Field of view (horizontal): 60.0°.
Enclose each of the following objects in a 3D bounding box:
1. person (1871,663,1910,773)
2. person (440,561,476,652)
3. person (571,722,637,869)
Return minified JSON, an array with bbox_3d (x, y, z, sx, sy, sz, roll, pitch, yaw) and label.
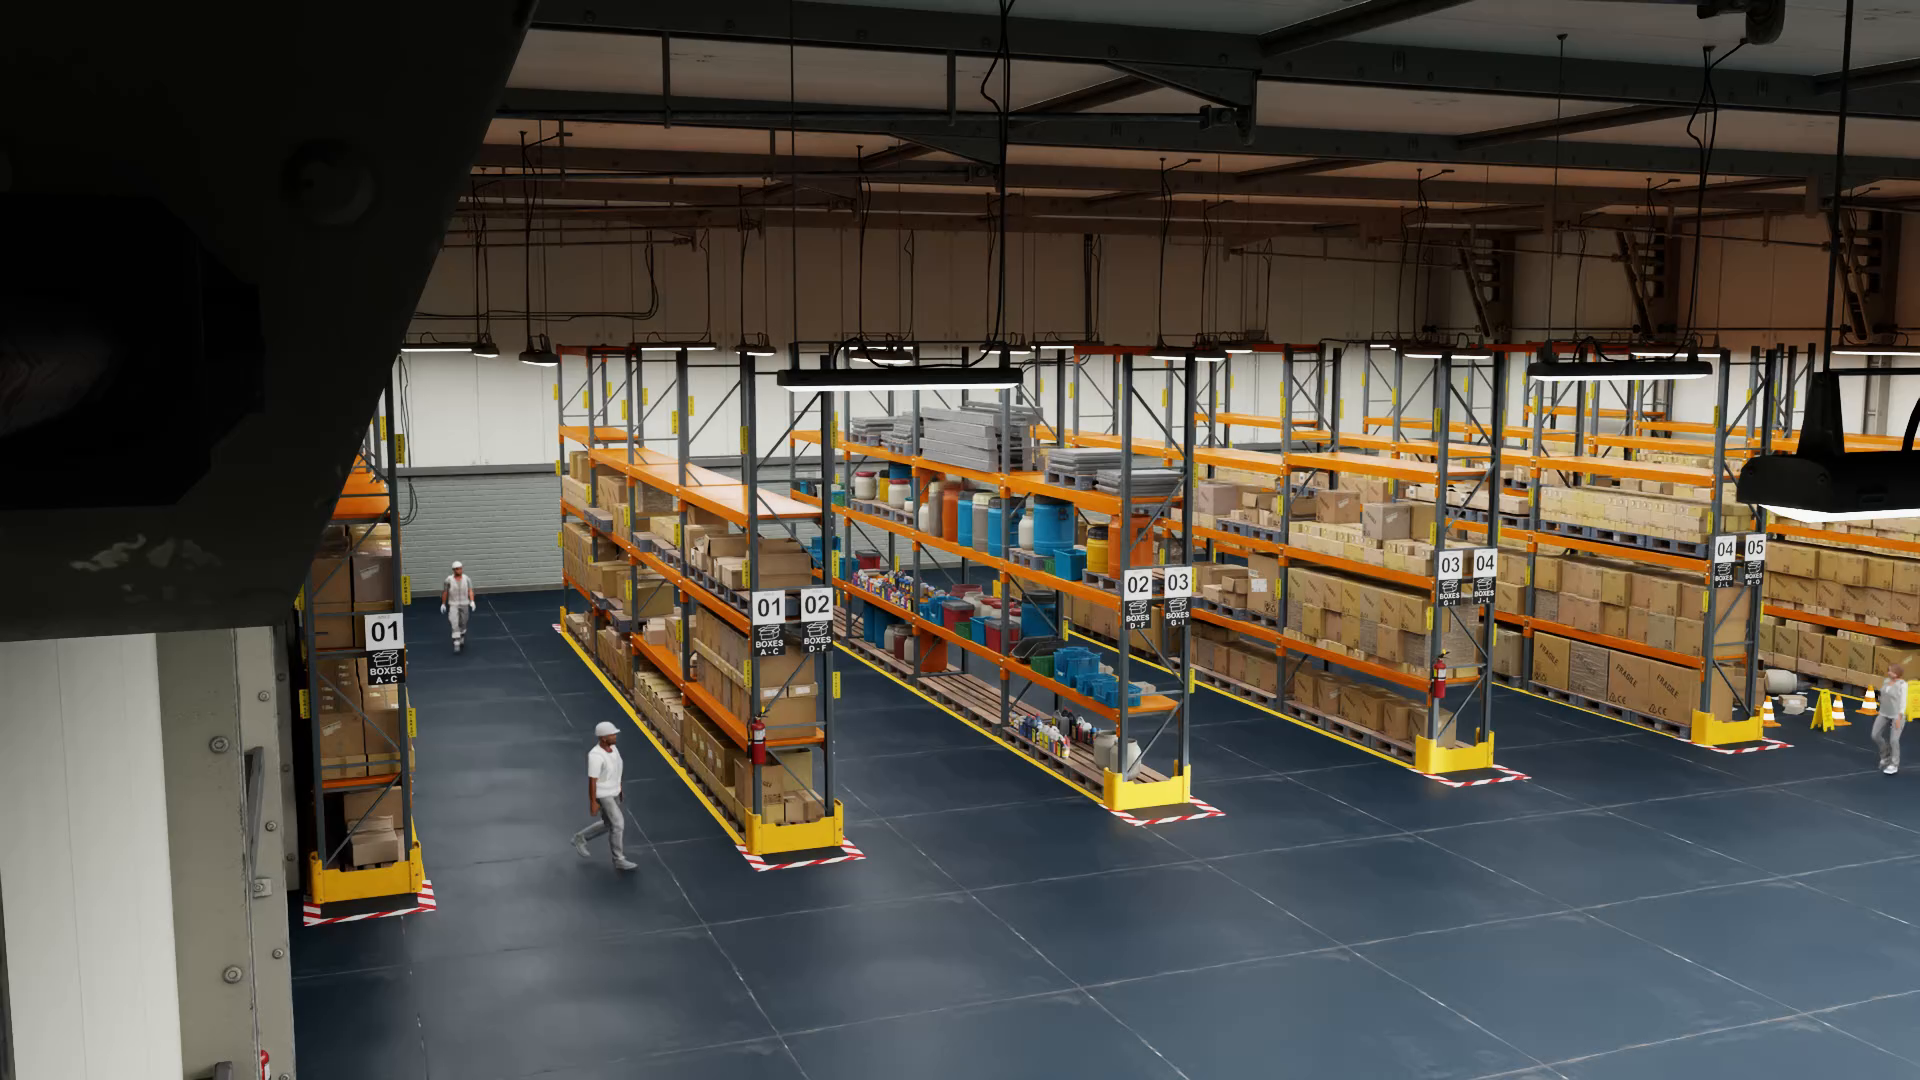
[{"bbox_3d":[13.231,2.528,23.621,0.405,1.594,0.417,-5,9,-34],"label":"person"},{"bbox_3d":[-9.878,1.284,32.751,0.622,1.721,1.050,-4,8,-26],"label":"person"},{"bbox_3d":[-4.183,2.980,19.573,0.874,1.731,0.612,2,8,15],"label":"person"}]
